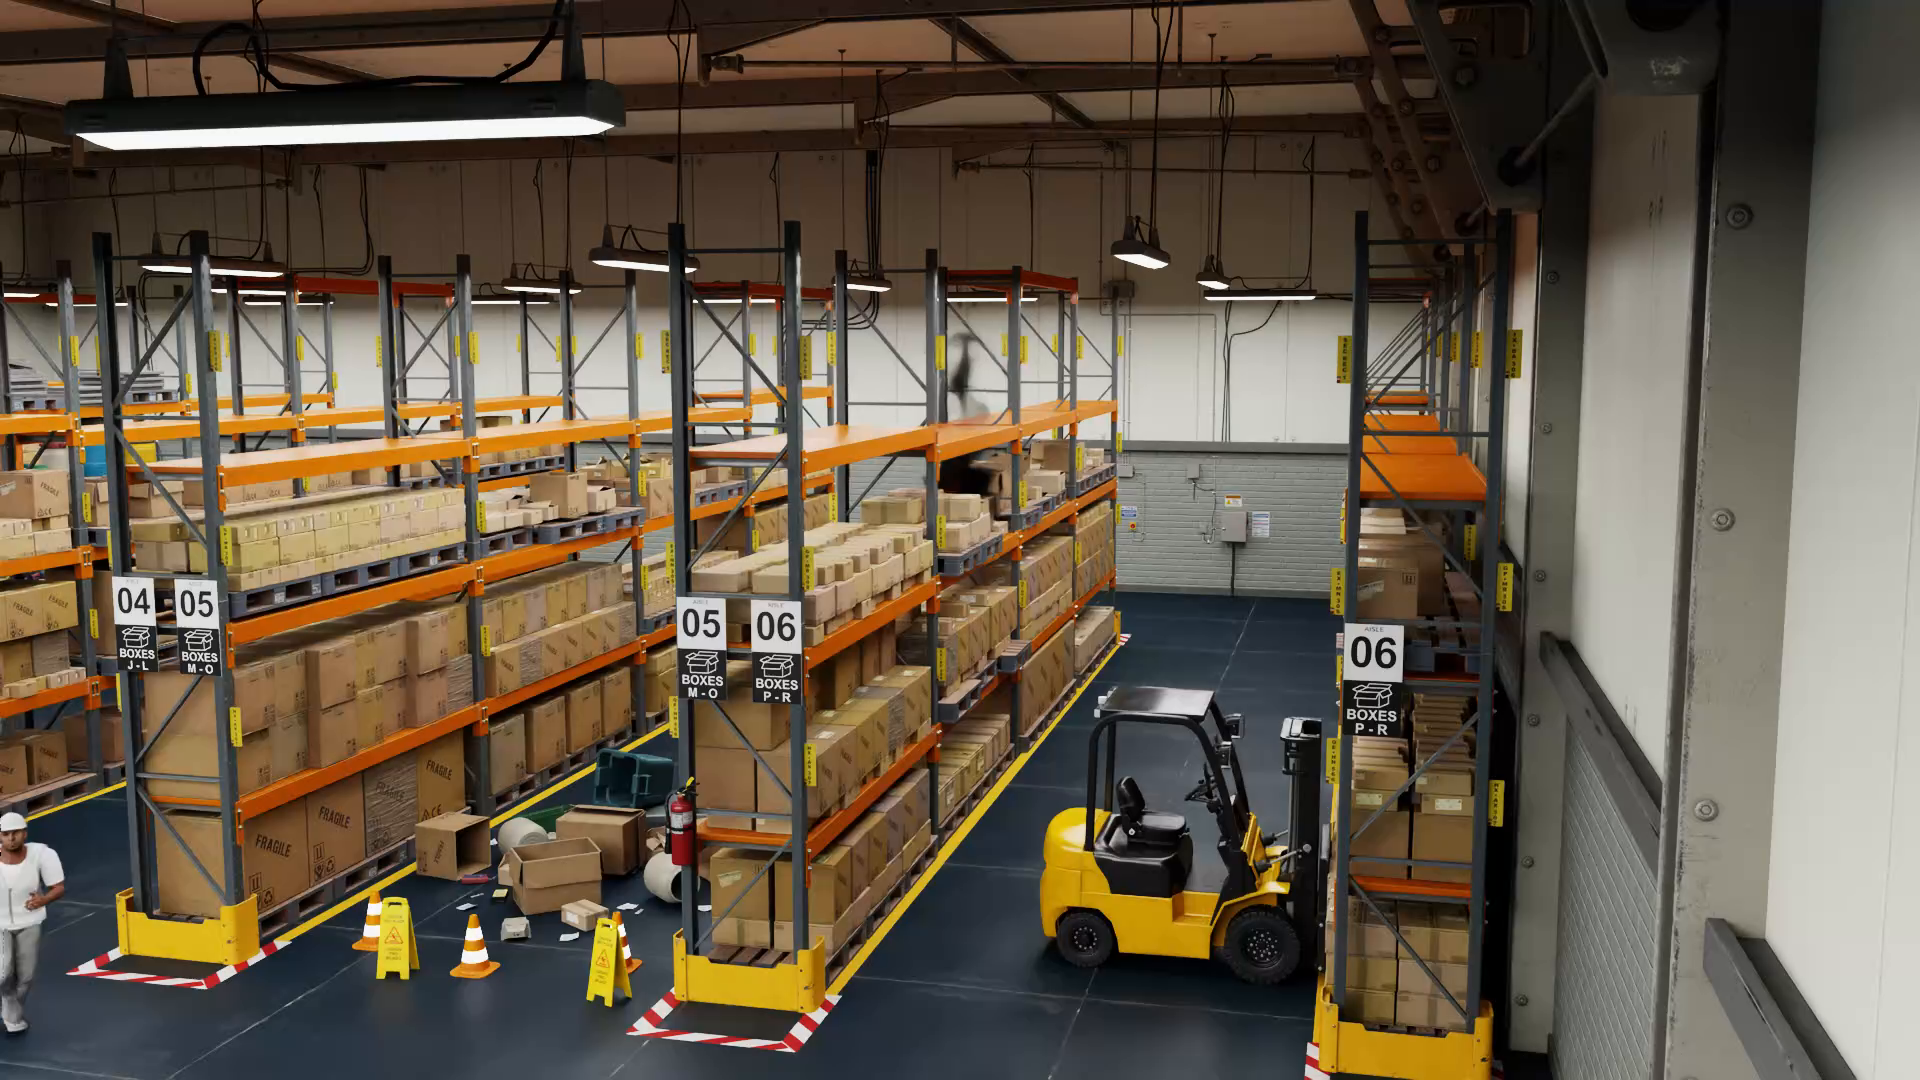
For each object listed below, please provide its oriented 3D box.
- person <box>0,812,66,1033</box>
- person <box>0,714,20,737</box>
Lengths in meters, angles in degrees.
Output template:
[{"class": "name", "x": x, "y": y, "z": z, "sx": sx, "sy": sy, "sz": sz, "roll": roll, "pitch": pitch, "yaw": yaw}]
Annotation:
[{"class": "person", "x": -6.961, "y": 2.828, "z": 12.180, "sx": 0.747, "sy": 1.707, "sz": 0.717, "roll": -4, "pitch": 8, "yaw": -30}, {"class": "person", "x": -12.074, "y": 1.794, "z": 21.031, "sx": 0.550, "sy": 1.719, "sz": 0.745, "roll": 1, "pitch": 7, "yaw": 9}]
